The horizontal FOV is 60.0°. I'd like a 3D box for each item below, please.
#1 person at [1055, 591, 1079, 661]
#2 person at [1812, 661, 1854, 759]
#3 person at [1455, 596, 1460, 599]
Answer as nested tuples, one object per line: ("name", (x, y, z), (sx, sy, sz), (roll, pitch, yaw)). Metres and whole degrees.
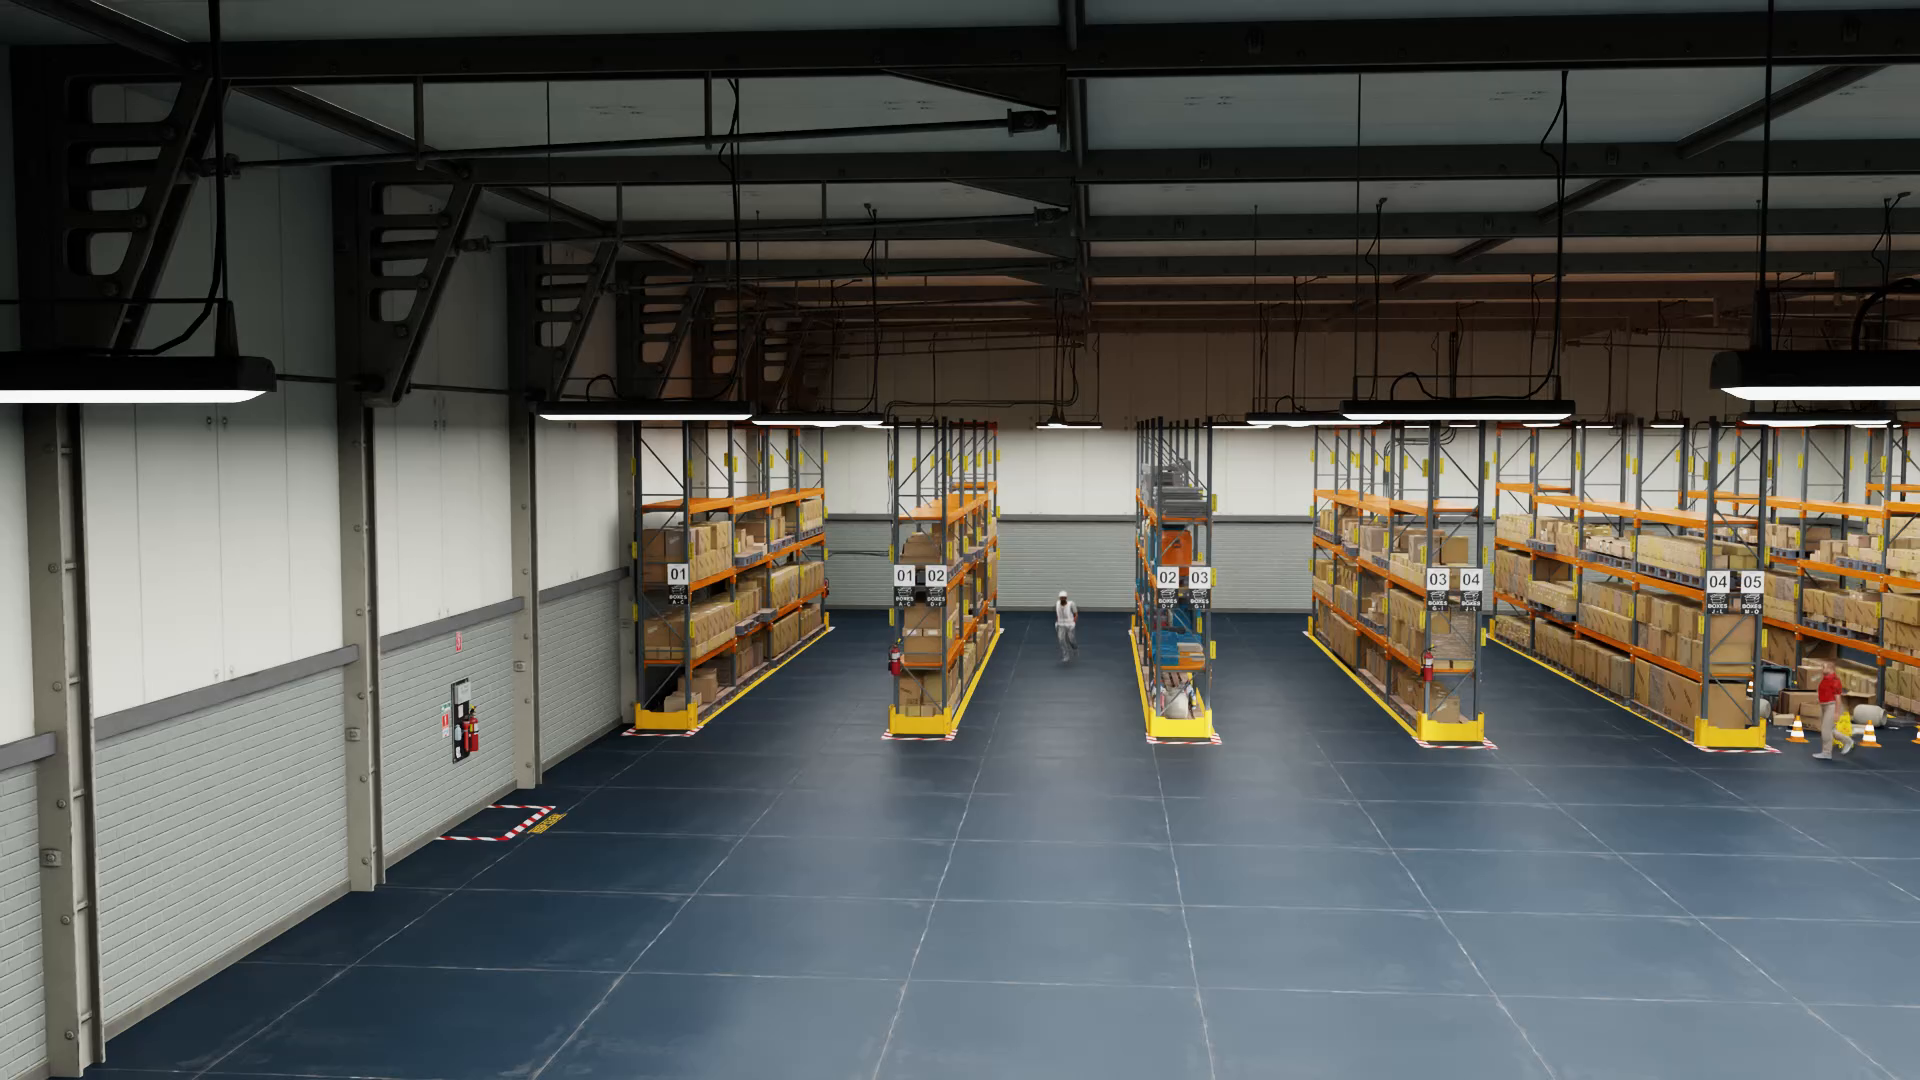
("person", (2.685, 2.134, 41.622), (0.618, 1.754, 0.730), (2, 4, 23))
("person", (15.291, 2.959, 29.059), (0.766, 1.698, 0.545), (0, 4, 6))
("person", (12.478, 2.129, 41.689), (0.586, 1.839, 0.523), (1, 4, 16))
